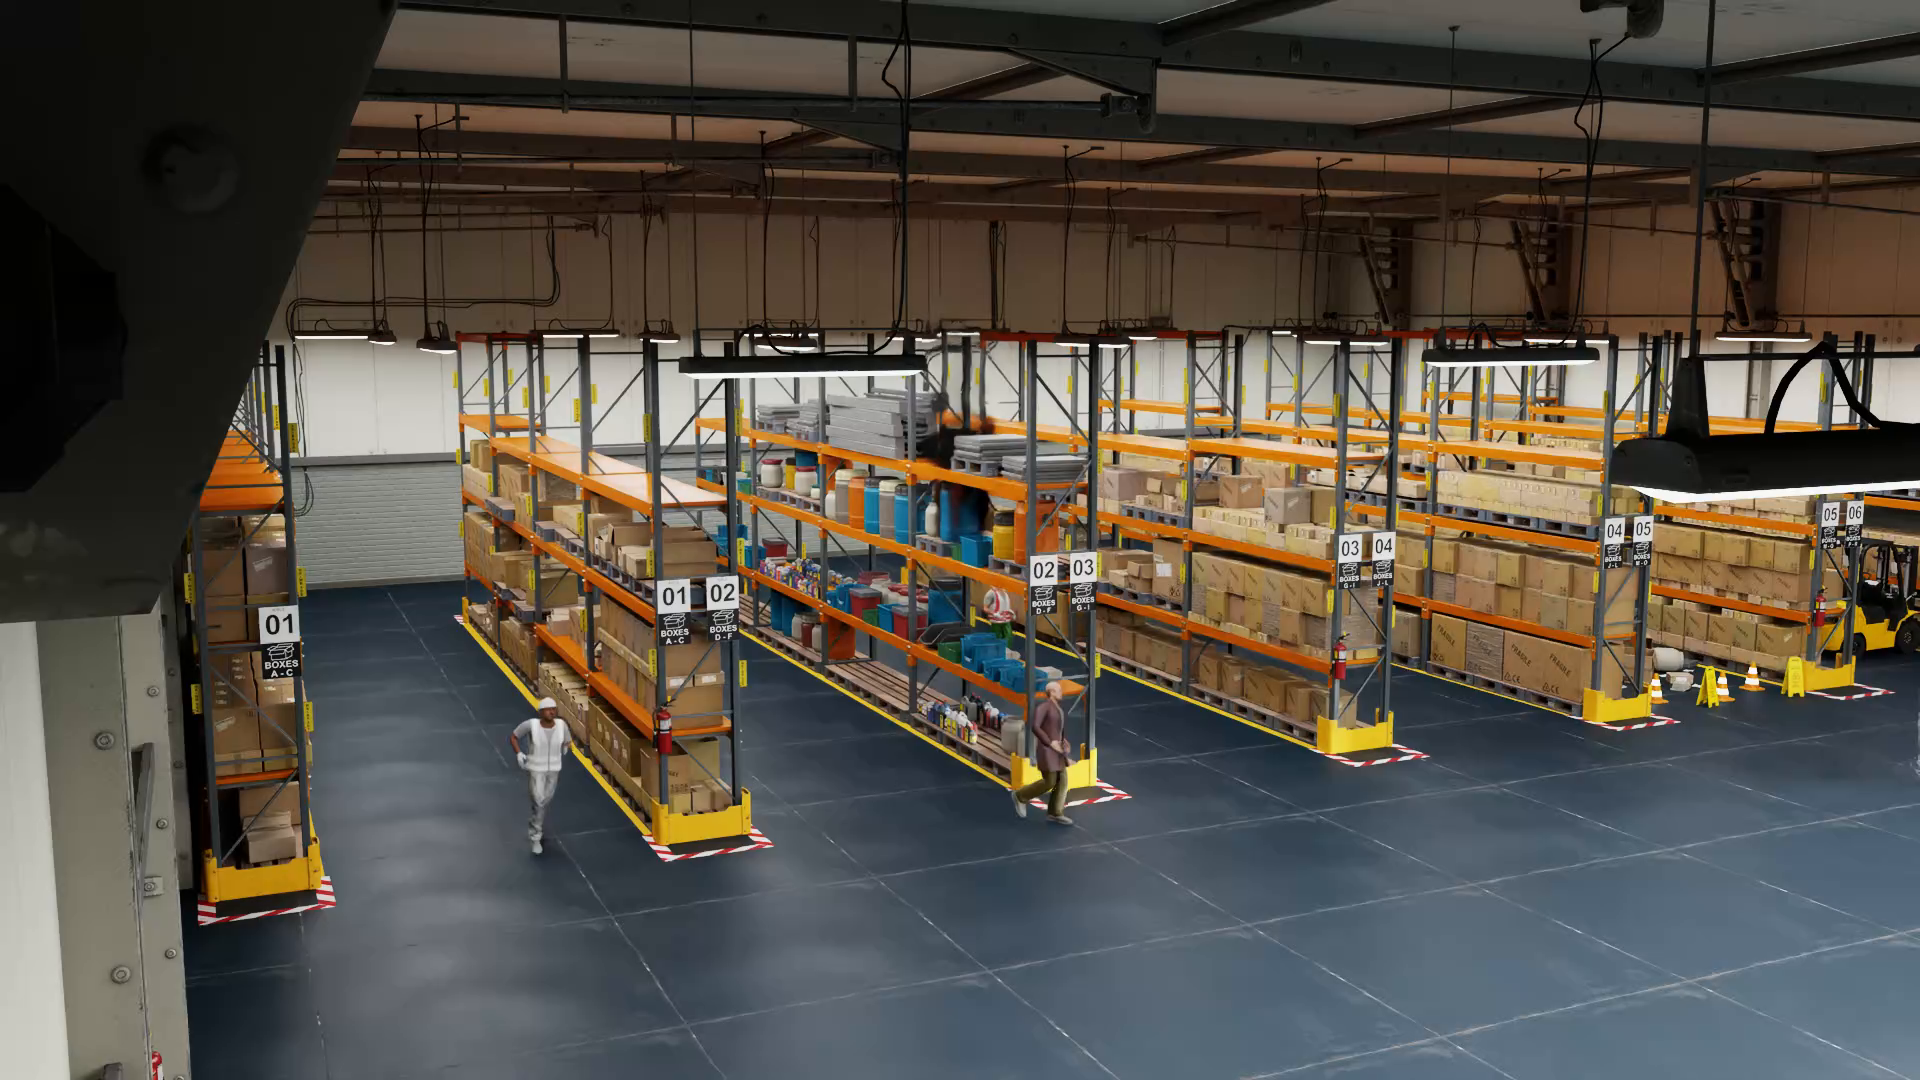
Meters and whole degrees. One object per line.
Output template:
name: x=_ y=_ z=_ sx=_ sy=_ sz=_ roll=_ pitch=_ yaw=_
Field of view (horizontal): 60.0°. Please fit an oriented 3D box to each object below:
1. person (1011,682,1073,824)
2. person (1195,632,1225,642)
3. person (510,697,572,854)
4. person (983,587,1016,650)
person: x=1.123 y=2.651 z=21.003 sx=0.818 sy=1.737 sz=0.769 roll=3 pitch=8 yaw=23
person: x=4.907 y=1.088 z=32.597 sx=0.608 sy=1.767 sz=0.909 roll=-4 pitch=9 yaw=-27
person: x=-4.998 y=2.787 z=20.004 sx=0.687 sy=1.818 sz=0.786 roll=-6 pitch=10 yaw=-36
person: x=0.688 y=1.462 z=29.661 sx=0.665 sy=1.767 sz=0.904 roll=-6 pitch=10 yaw=-38
